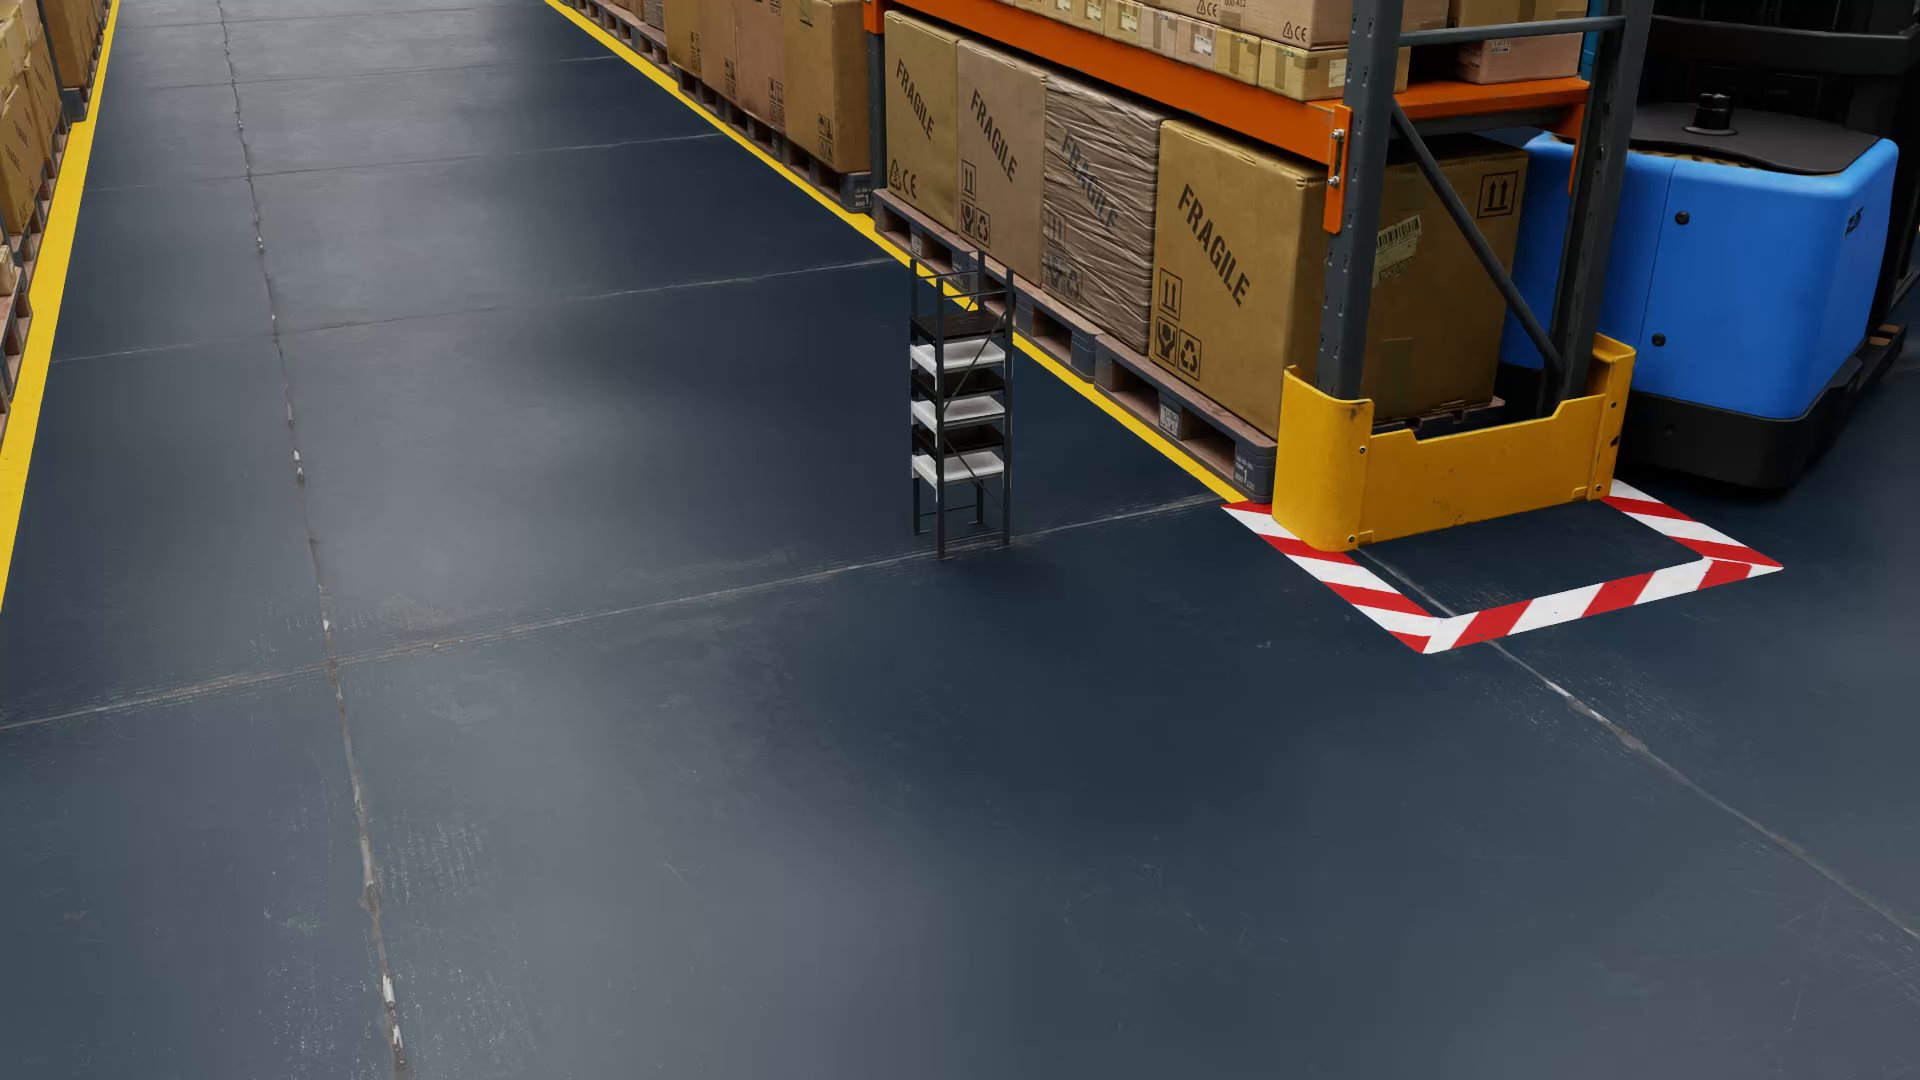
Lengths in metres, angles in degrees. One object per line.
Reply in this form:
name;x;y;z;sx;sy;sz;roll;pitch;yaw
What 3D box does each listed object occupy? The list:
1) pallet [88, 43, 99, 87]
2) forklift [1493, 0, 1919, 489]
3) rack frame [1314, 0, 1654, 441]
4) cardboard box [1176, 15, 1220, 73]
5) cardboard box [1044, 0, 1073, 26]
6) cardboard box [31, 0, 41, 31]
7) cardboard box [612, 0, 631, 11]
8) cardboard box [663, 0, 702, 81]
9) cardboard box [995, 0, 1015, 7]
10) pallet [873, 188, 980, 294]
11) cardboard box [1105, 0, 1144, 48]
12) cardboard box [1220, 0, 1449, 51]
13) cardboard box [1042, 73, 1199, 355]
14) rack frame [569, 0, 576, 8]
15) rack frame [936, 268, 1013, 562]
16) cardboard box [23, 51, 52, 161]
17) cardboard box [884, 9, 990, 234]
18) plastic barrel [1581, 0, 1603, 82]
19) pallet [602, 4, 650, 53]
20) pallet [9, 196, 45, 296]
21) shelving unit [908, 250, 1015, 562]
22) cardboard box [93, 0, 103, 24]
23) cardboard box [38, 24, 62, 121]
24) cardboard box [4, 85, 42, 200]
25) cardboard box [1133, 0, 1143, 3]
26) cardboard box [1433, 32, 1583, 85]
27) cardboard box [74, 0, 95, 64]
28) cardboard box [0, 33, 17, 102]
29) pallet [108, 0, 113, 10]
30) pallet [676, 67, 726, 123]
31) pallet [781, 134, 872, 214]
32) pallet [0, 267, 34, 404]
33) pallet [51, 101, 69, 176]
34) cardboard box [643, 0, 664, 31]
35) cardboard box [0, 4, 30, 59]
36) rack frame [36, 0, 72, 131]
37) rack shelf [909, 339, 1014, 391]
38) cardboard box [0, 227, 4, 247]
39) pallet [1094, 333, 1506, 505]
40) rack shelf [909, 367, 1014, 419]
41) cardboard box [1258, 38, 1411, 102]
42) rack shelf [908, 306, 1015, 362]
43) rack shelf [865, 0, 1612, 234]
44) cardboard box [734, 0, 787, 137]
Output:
pallet;-6.862;-3.466;12.109;1.003;0.211;1.213;-11;28;-21
forklift;3.152;-2.068;6.144;1.130;2.935;3.031;18;31;33
rack frame;1.587;-1.478;4.859;1.000;3.000;0.127;-11;28;-21
cardboard box;0.944;-1.659;5.516;0.380;0.149;0.250;-11;28;-20
cardboard box;0.546;-2.070;6.357;0.380;0.149;0.250;-10;28;-20
cardboard box;-5.640;-3.068;9.630;0.500;0.250;0.500;-11;28;-22
cardboard box;-2.503;-4.724;13.854;0.700;0.500;0.500;-13;29;-25
cardboard box;-1.295;-3.660;11.270;1.225;0.875;0.875;-12;28;-23
cardboard box;0.339;-2.280;6.788;0.380;0.149;0.250;-10;28;-20
pallet;0.247;-1.520;8.122;1.003;0.211;1.213;-11;28;-21
cardboard box;0.743;-1.865;5.936;0.380;0.149;0.250;-11;28;-22
cardboard box;1.153;-1.695;5.134;0.500;0.250;0.500;-11;28;-21
cardboard box;0.907;-1.324;6.486;0.875;0.875;0.875;-11;28;-21
rack frame;-3.112;-6.323;14.781;1.000;3.000;0.127;-11;28;-21
rack frame;0.043;-0.360;4.962;0.240;0.900;0.006;-11;28;-21
cardboard box;-5.229;-2.320;8.954;0.500;0.500;0.500;-12;28;-23
cardboard box;0.206;-2.047;7.966;0.875;0.875;0.875;-11;28;-21
plastic barrel;4.381;-3.412;10.733;0.600;0.901;0.708;-11;28;-21
pallet;-2.324;-4.262;13.739;1.003;0.211;1.213;-11;28;-21
pallet;-4.889;-1.343;7.759;1.003;0.211;1.213;-11;28;-21
shelving unit;0.003;-0.401;5.046;0.258;0.900;0.210;-11;28;-21
cardboard box;-7.390;-4.454;13.039;1.050;0.750;0.750;-11;28;-21
cardboard box;-5.651;-2.741;9.816;0.500;0.500;0.500;-11;28;-21
cardboard box;-4.837;-1.904;8.102;0.500;0.500;0.500;-9;28;-18
cardboard box;0.756;-2.105;5.974;0.500;0.250;0.500;-12;28;-22
cardboard box;1.752;-1.565;5.324;0.380;0.149;0.250;-10;28;-20
cardboard box;-6.650;-3.688;11.470;1.050;0.750;0.750;-10;28;-20
cardboard box;-4.840;-2.242;7.939;0.500;0.250;0.500;-10;28;-19
pallet;-8.423;-5.072;15.397;1.003;0.211;1.213;-11;28;-21
pallet;-1.306;-3.124;11.407;1.003;0.211;1.213;-11;28;-21
pallet;-0.351;-2.139;9.389;1.003;0.211;1.213;-11;28;-21
pallet;-4.287;-0.764;6.573;1.003;0.211;1.213;-11;28;-21
pallet;-5.844;-2.328;9.777;1.003;0.211;1.213;-11;28;-21
cardboard box;-2.055;-4.271;12.927;0.700;0.500;0.500;-13;29;-25
cardboard box;-5.248;-2.658;8.791;0.500;0.250;0.500;-10;28;-19
rack frame;-6.149;-3.896;9.812;1.000;3.000;0.127;-11;28;-21
rack shelf;0.003;-0.533;4.981;0.258;0.077;0.200;-11;28;-21
cardboard box;-4.167;-1.250;6.824;0.380;0.149;0.250;-10;28;-20
pallet;1.202;-0.534;6.104;1.003;0.211;1.213;-11;28;-21
rack shelf;0.003;-0.452;5.021;0.258;0.077;0.200;-11;28;-21
cardboard box;1.145;-1.453;5.093;0.380;0.149;0.250;-10;28;-20
rack shelf;0.003;-0.614;4.942;0.258;0.077;0.200;-11;28;-21
rack shelf;0.804;-1.962;6.670;1.077;0.370;4.000;-11;28;-21
cardboard box;-0.599;-2.943;9.801;1.225;0.875;0.875;-12;28;-22
